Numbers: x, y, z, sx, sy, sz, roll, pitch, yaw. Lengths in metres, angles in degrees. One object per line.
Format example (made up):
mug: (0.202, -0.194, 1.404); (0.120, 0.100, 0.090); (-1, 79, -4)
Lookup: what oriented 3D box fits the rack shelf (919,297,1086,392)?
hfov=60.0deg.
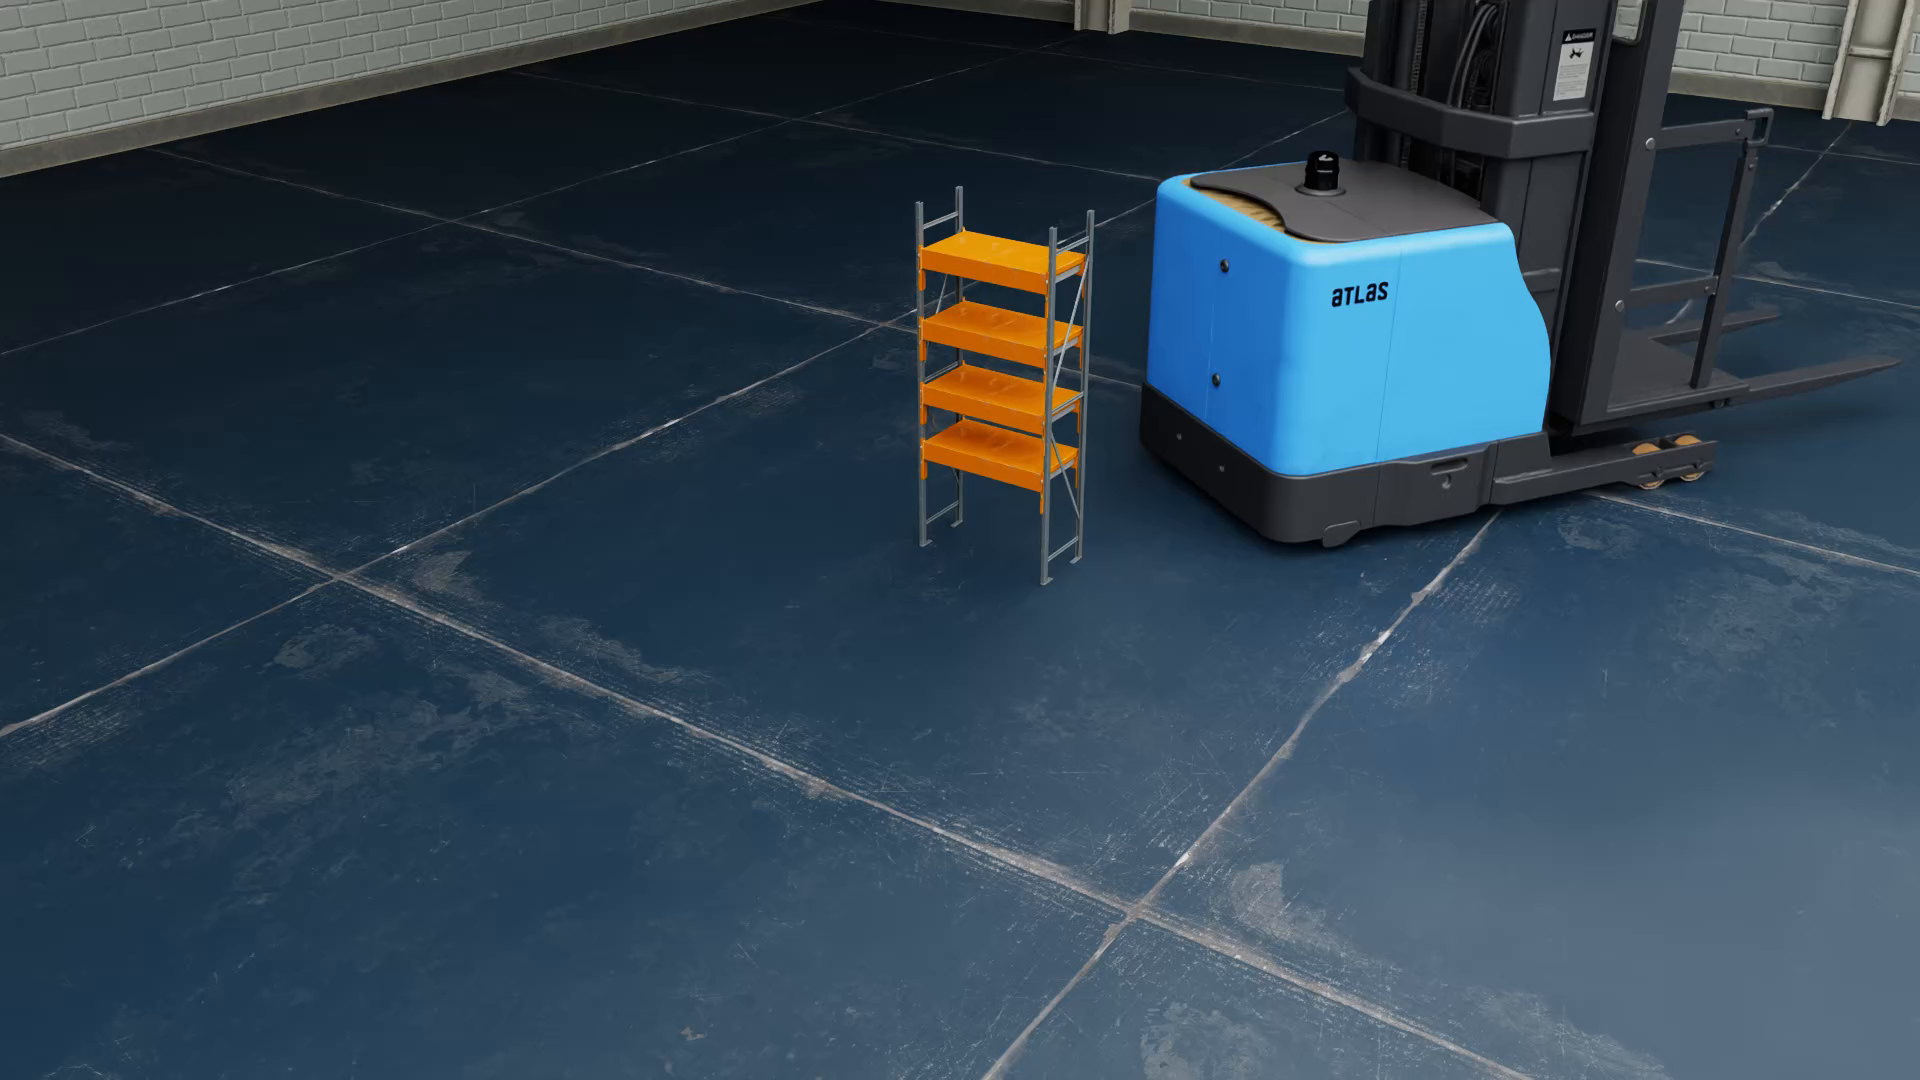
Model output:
rack shelf: (0.136, -0.632, 5.323); (0.480, 0.148, 0.258); (17, 32, 30)

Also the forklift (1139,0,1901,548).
forklift: (2.252, -1.700, 5.859); (3.031, 2.935, 1.130); (-11, 29, -20)

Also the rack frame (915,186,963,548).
rack frame: (-0.065, -0.555, 5.517); (0.015, 1.200, 0.240); (17, 32, 30)

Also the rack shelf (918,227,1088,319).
rack shelf: (0.136, -0.842, 5.216); (0.480, 0.148, 0.258); (17, 32, 30)

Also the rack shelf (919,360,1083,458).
rack shelf: (0.136, -0.432, 5.425); (0.480, 0.148, 0.258); (17, 32, 30)

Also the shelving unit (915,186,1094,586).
shelving unit: (0.136, -0.492, 5.394); (0.503, 1.200, 0.258); (17, 32, 30)

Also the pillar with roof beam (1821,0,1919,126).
pillar with roof beam: (3.747, -5.313, 6.268); (0.400, 9.000, 9.100); (17, 32, 30)

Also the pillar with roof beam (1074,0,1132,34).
pillar with roof beam: (-1.199, -6.854, 9.296); (0.400, 9.000, 9.100); (17, 32, 30)

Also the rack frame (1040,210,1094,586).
rack frame: (0.338, -0.430, 5.271); (0.015, 1.200, 0.240); (17, 32, 30)

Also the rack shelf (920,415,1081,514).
rack shelf: (0.136, -0.255, 5.515); (0.480, 0.148, 0.258); (17, 32, 30)
